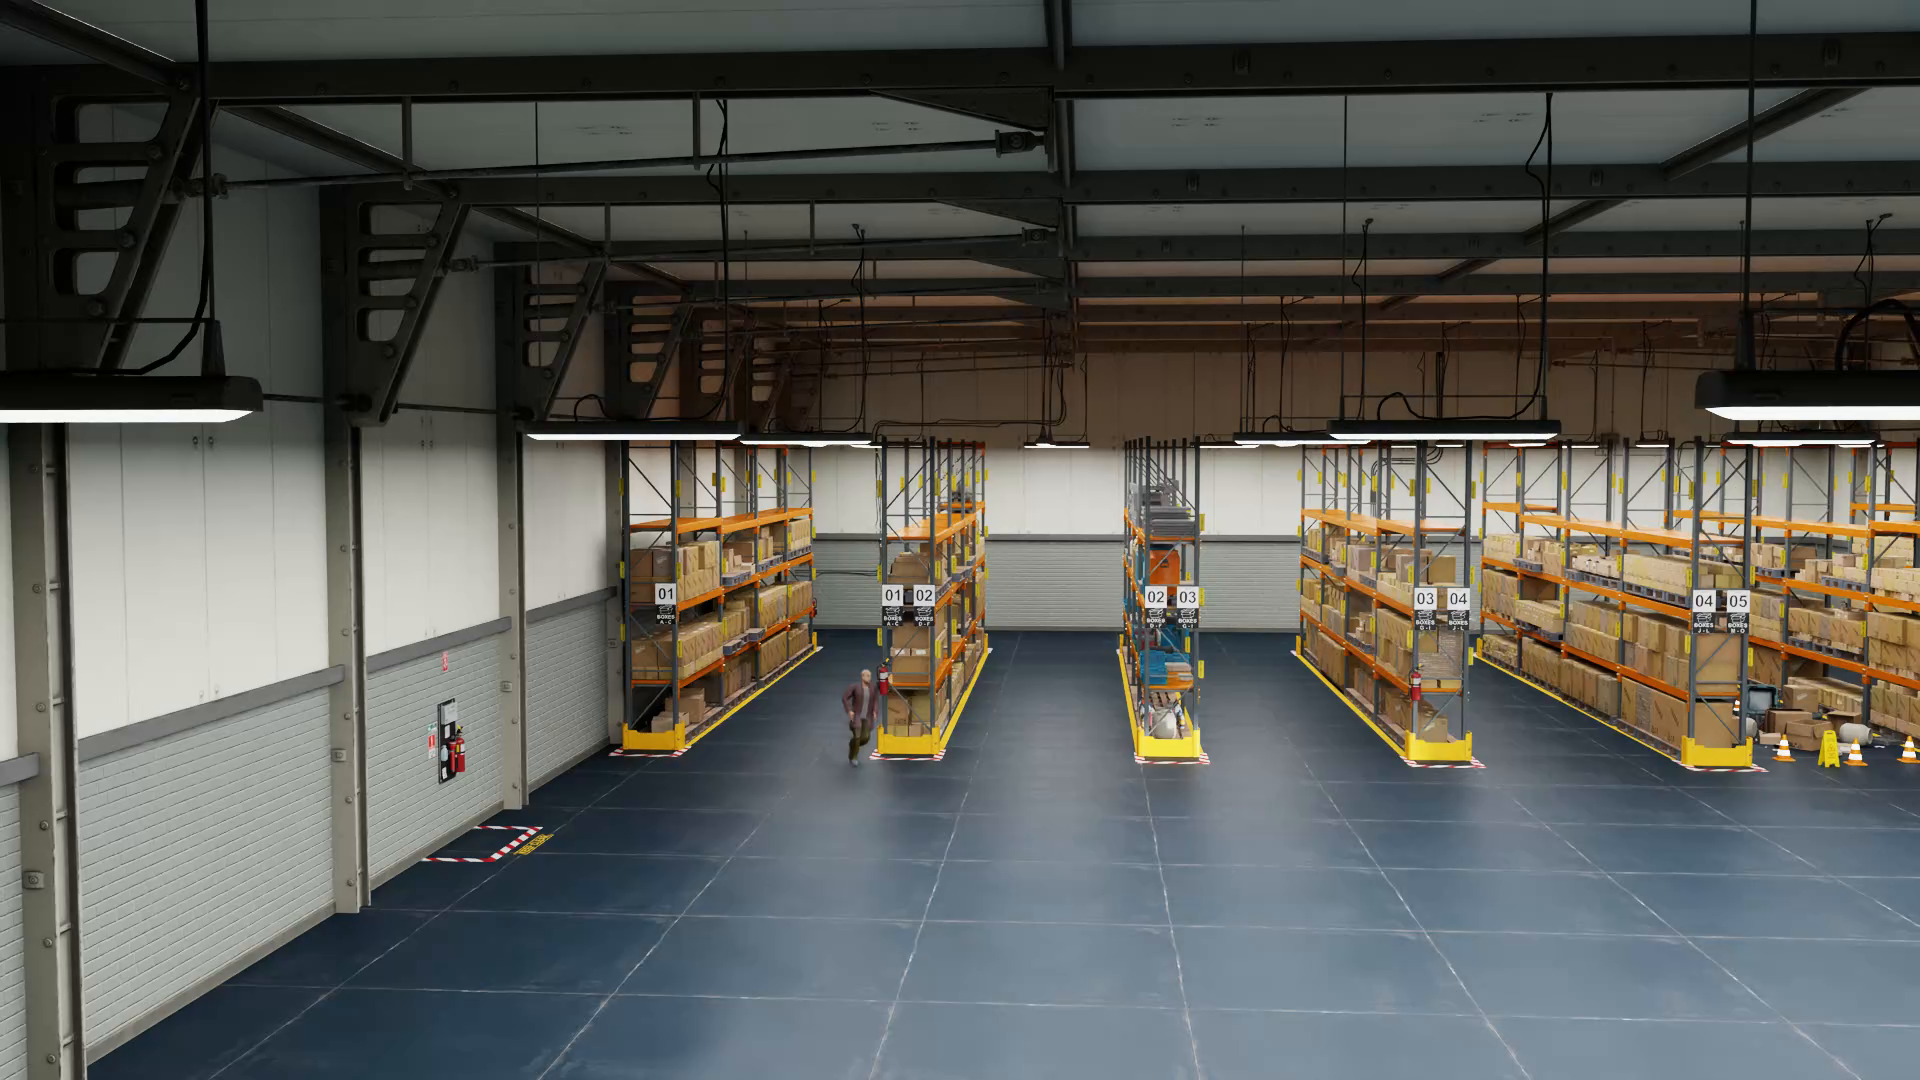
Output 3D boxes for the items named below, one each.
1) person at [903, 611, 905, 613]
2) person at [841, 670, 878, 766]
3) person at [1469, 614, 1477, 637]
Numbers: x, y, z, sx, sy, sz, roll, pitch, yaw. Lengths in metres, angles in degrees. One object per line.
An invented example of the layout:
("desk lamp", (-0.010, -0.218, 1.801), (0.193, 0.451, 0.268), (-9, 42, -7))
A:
("person", (-1.501, 2.503, 44.347), (0.591, 1.690, 0.890), (0, 3, -3))
("person", (-1.833, 3.237, 30.555), (0.751, 1.717, 0.649), (-2, 3, -29))
("person", (13.430, 2.540, 44.595), (0.798, 1.665, 0.718), (1, 3, 22))
